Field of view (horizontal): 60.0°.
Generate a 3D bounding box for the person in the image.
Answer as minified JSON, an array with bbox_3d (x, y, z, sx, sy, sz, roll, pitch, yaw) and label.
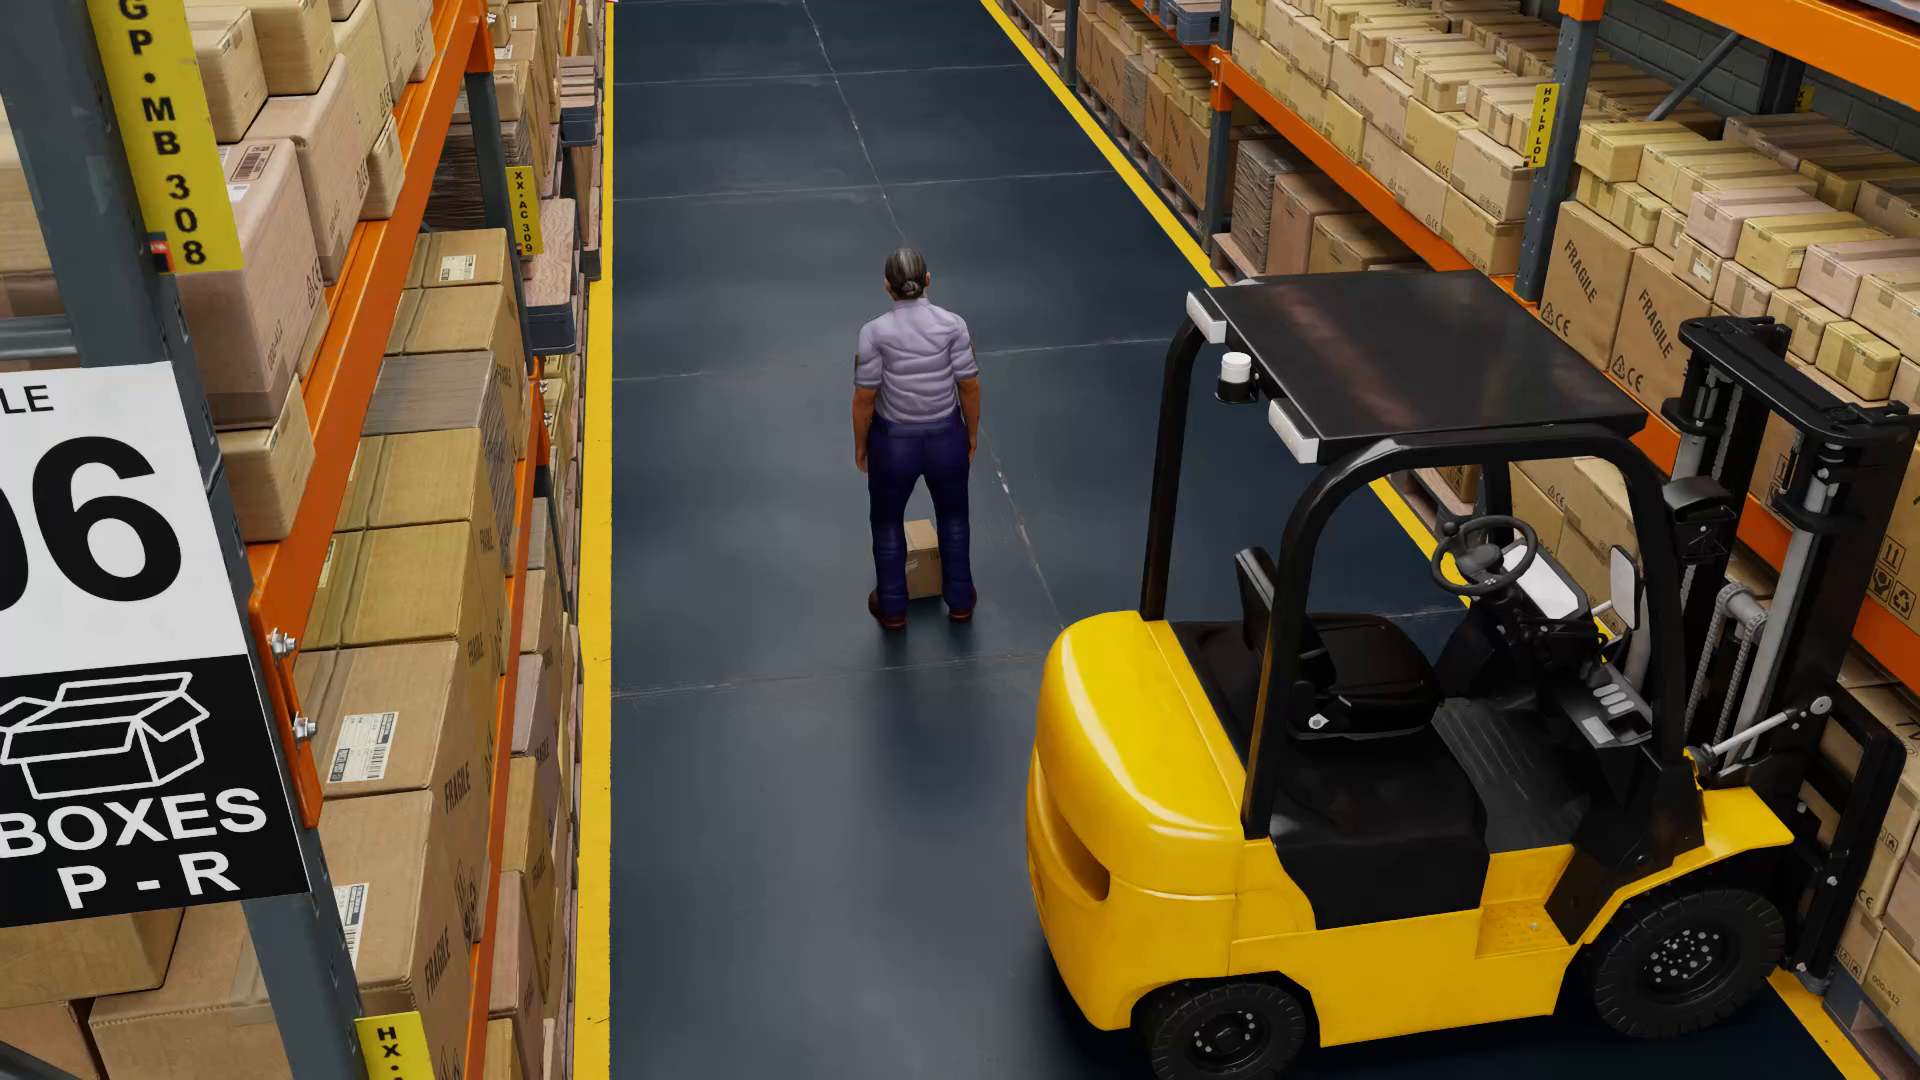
[{"bbox_3d":[-0.171,-0.389,6.791,0.537,1.651,0.371,-6,31,-10],"label":"person"}]
